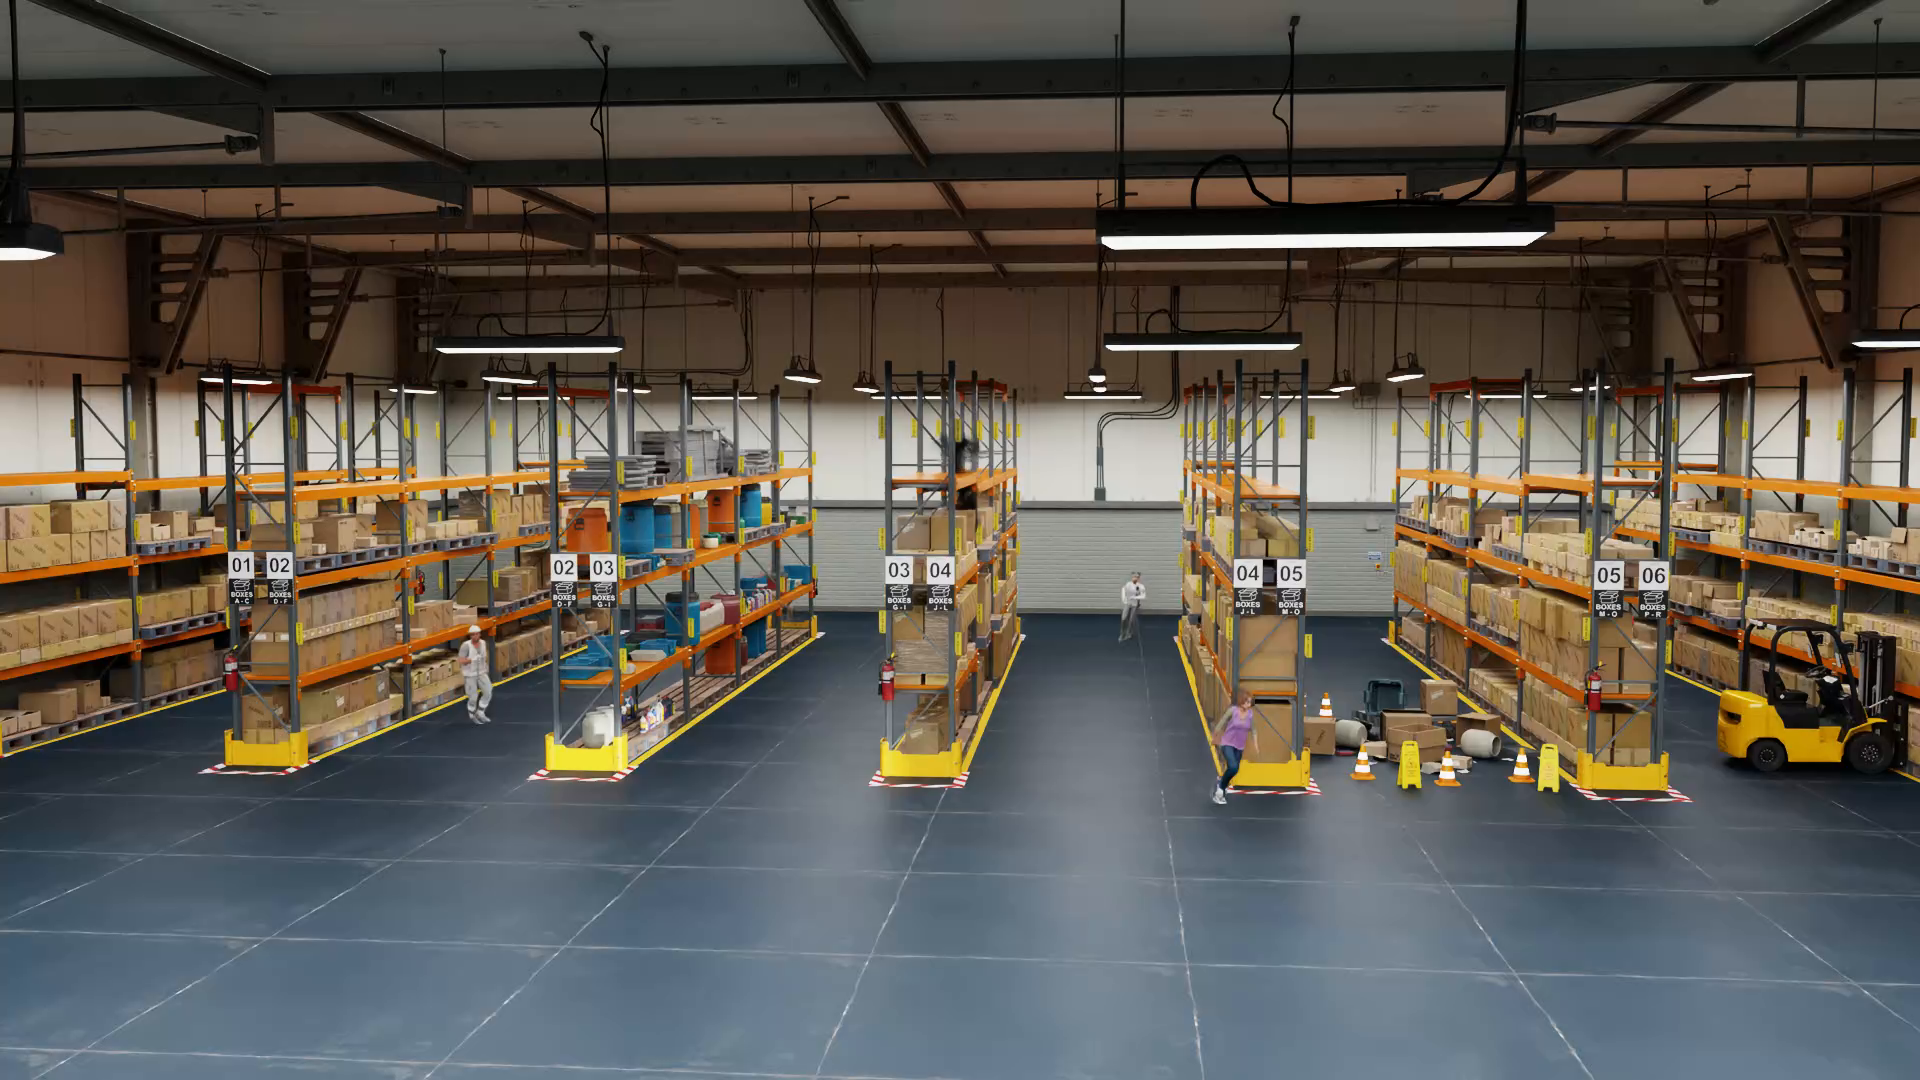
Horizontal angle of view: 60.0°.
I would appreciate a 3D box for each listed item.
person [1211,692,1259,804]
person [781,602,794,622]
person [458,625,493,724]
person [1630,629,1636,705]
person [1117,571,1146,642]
[{"bbox_3d":[3.686,2.776,22.173,0.516,1.530,0.689,-2,4,-26],"label":"person"},{"bbox_3d":[-4.315,1.479,41.600,1.061,1.550,0.670,3,5,34],"label":"person"},{"bbox_3d":[-8.209,2.295,28.095,0.621,1.742,0.873,-3,5,-40],"label":"person"},{"bbox_3d":[11.971,2.147,30.195,0.686,1.752,0.994,0,4,-4],"label":"person"},{"bbox_3d":[4.113,1.586,39.527,0.650,1.723,0.669,1,4,17],"label":"person"}]
